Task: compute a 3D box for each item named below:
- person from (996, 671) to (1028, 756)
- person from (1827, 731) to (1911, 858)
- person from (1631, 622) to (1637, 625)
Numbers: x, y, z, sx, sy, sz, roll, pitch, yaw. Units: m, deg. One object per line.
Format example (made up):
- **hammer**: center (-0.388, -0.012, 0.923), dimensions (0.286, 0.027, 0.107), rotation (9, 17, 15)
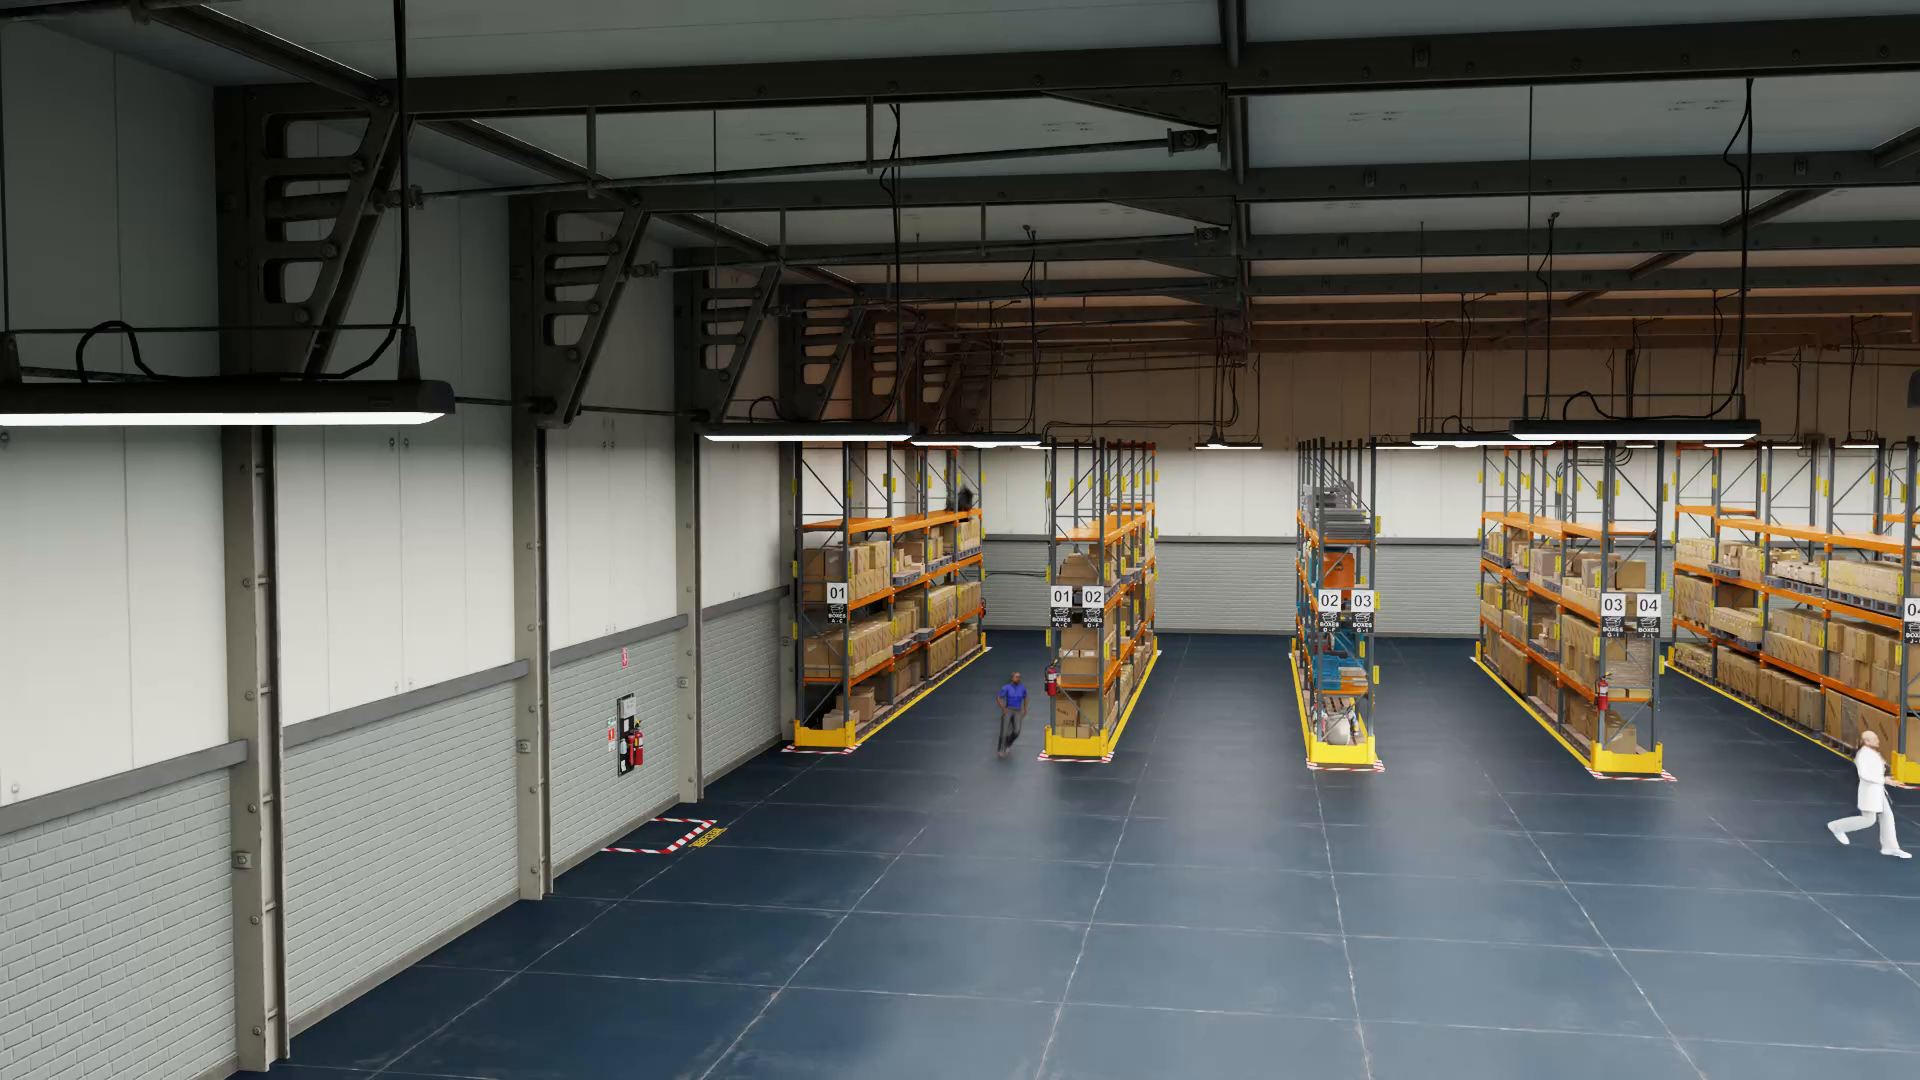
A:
- **person**: center (1.004, 3.272, 31.243), dimensions (0.636, 1.603, 0.545), rotation (-1, 3, -12)
- **person**: center (12.941, 3.590, 23.632), dimensions (1.052, 1.757, 0.724), rotation (3, 4, 40)
- **person**: center (18.016, 2.454, 45.146), dimensions (0.822, 1.742, 0.765), rotation (-3, 4, -41)
